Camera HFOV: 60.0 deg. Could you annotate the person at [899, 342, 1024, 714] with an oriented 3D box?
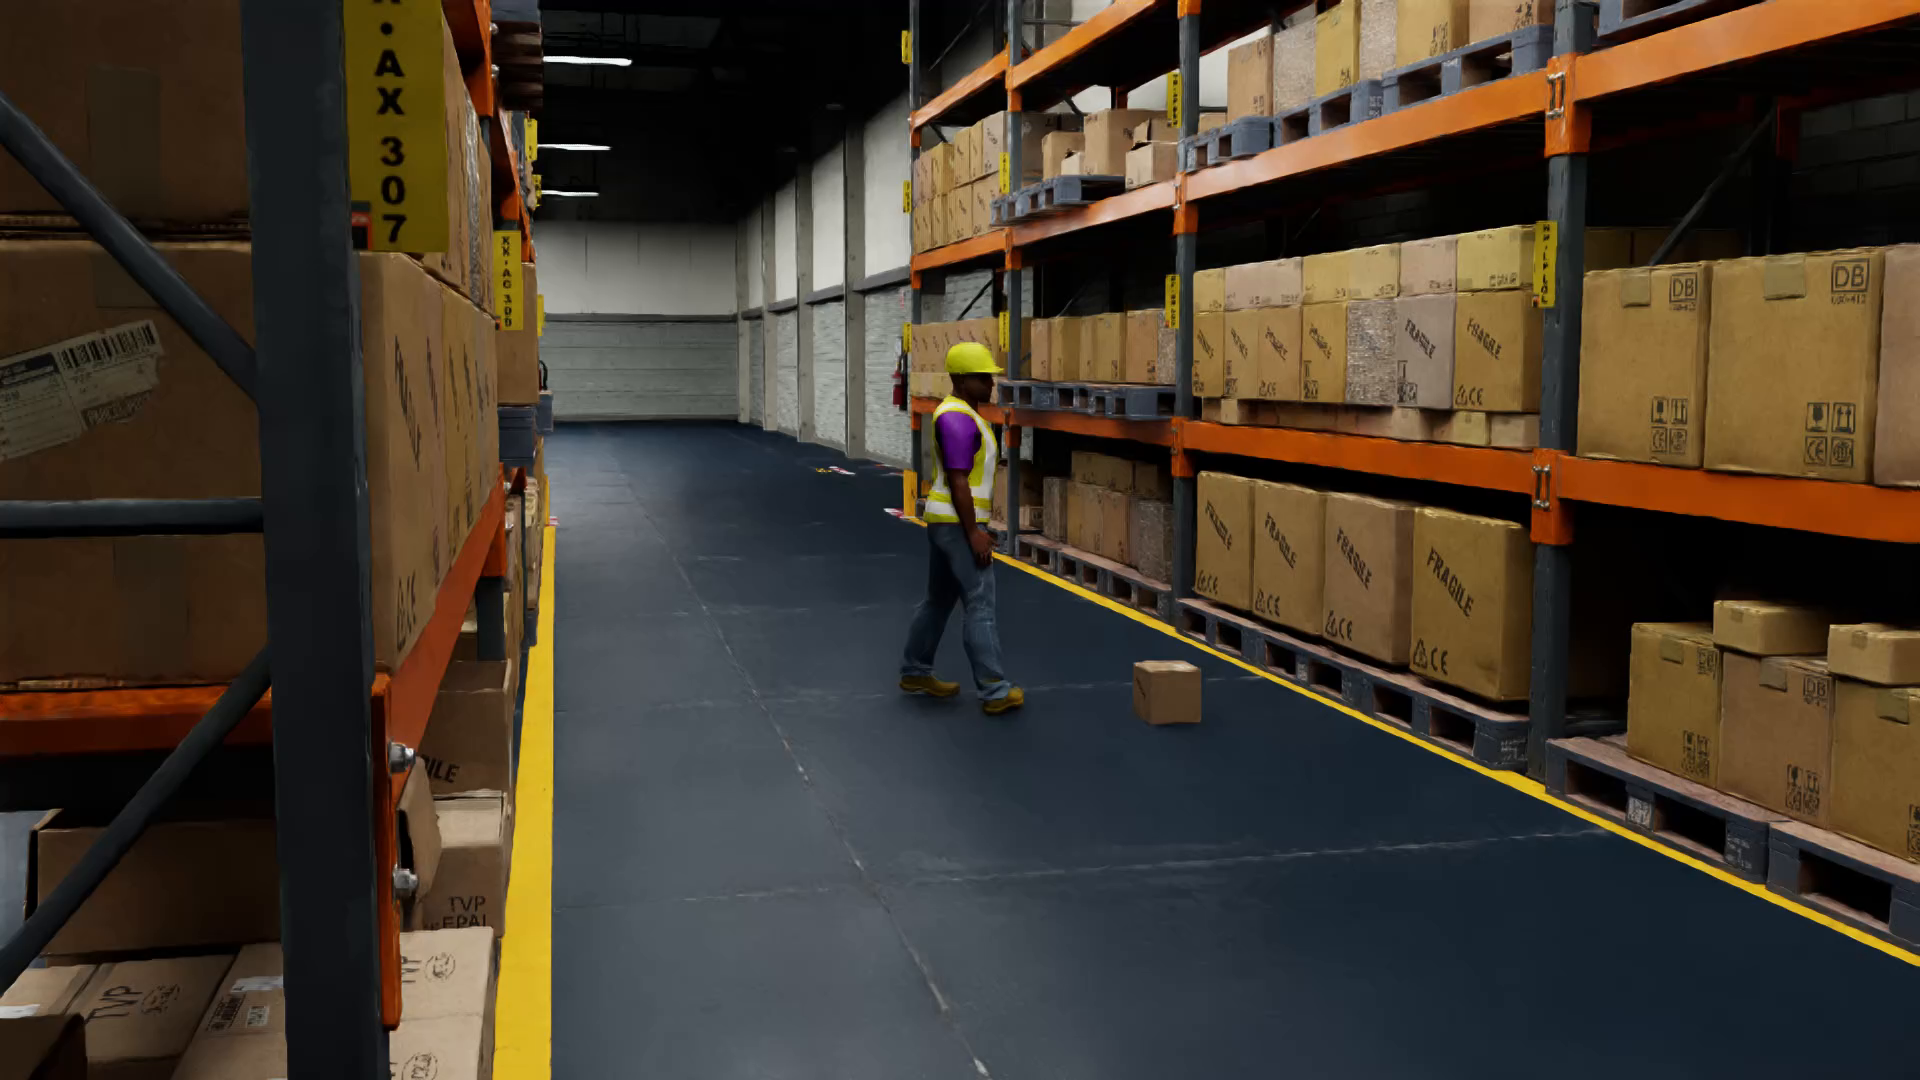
[{"bbox_3d":[0.009,-0.070,8.037,0.598,1.762,0.635,0,6,-4],"label":"person"}]
